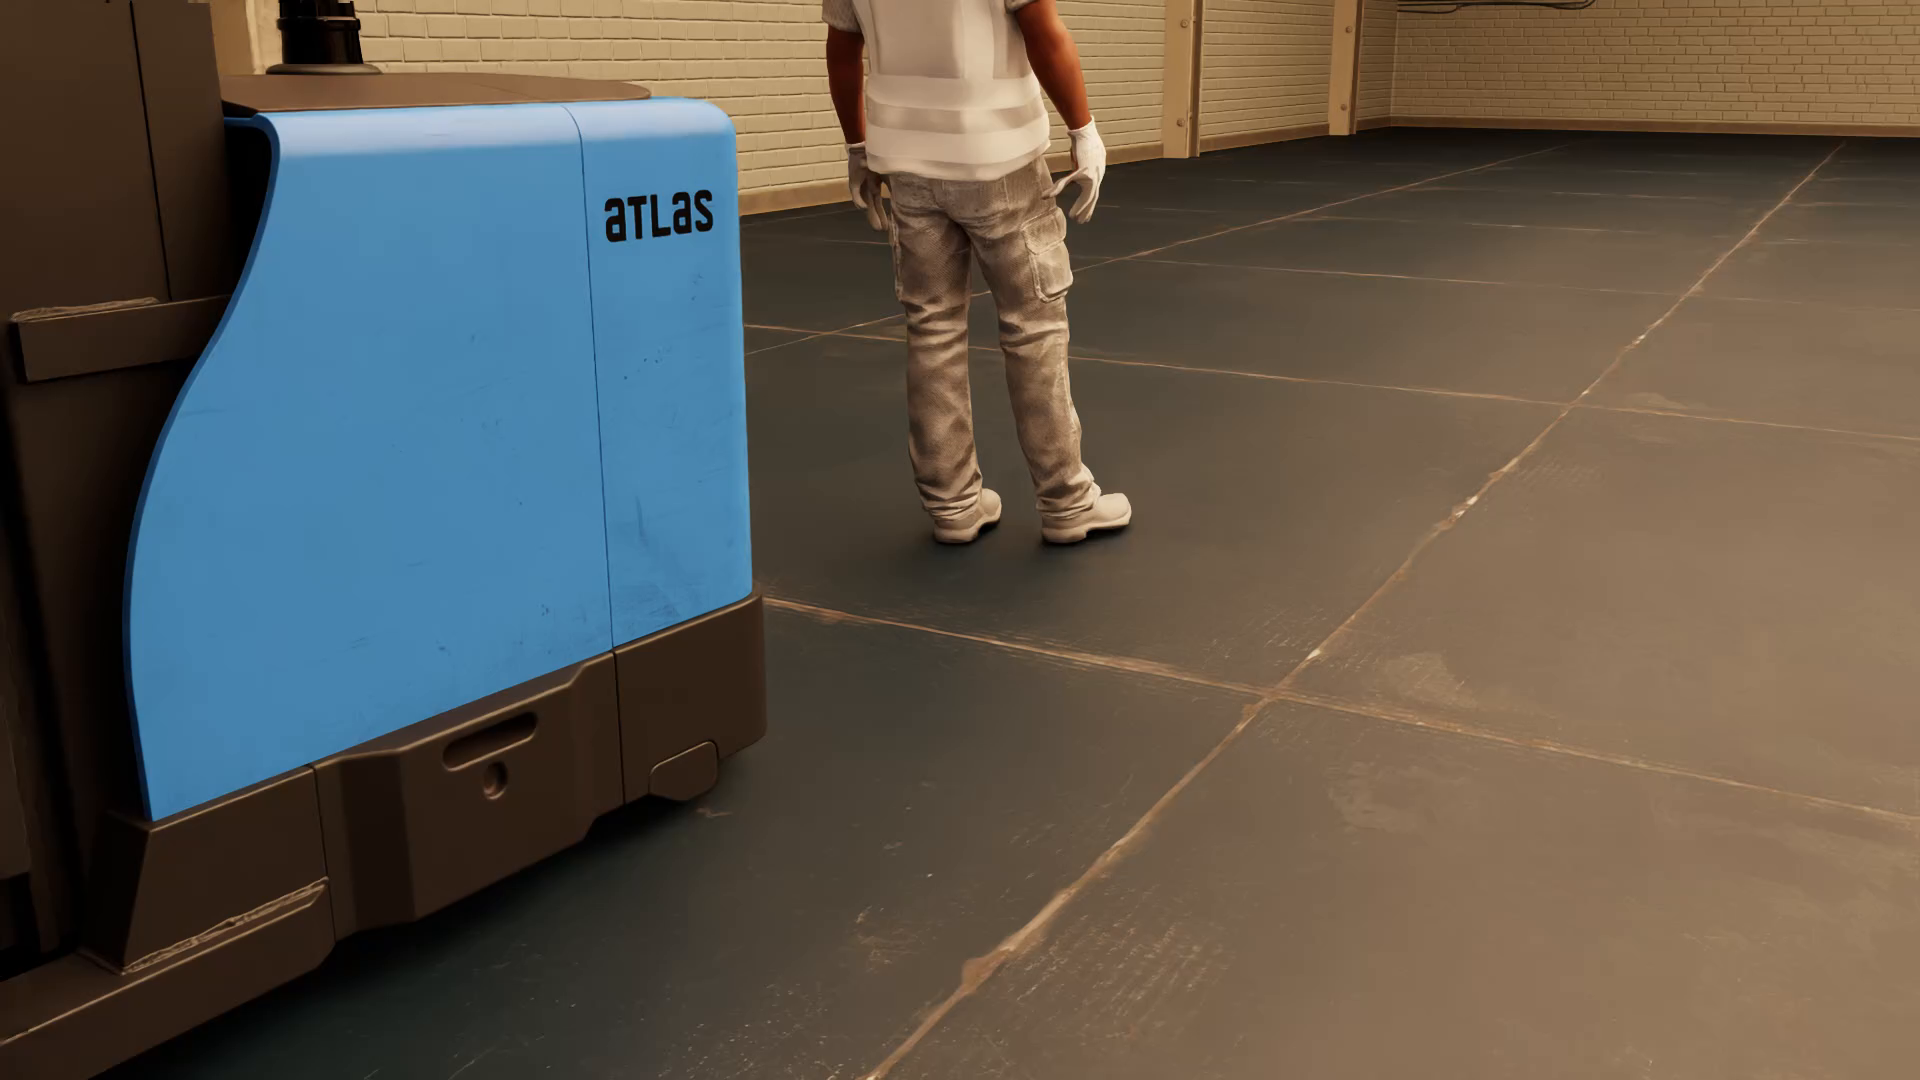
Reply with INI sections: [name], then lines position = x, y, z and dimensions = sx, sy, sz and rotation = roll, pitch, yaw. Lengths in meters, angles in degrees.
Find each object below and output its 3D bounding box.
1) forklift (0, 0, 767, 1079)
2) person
[forklift]
position = -1.584, -0.771, 1.469
dimensions = 1.130, 2.935, 3.031
rotation = 11, 20, 34
[person]
position = 0.043, -0.879, 3.843
dimensions = 0.657, 1.785, 0.575
rotation = 9, 19, 28
